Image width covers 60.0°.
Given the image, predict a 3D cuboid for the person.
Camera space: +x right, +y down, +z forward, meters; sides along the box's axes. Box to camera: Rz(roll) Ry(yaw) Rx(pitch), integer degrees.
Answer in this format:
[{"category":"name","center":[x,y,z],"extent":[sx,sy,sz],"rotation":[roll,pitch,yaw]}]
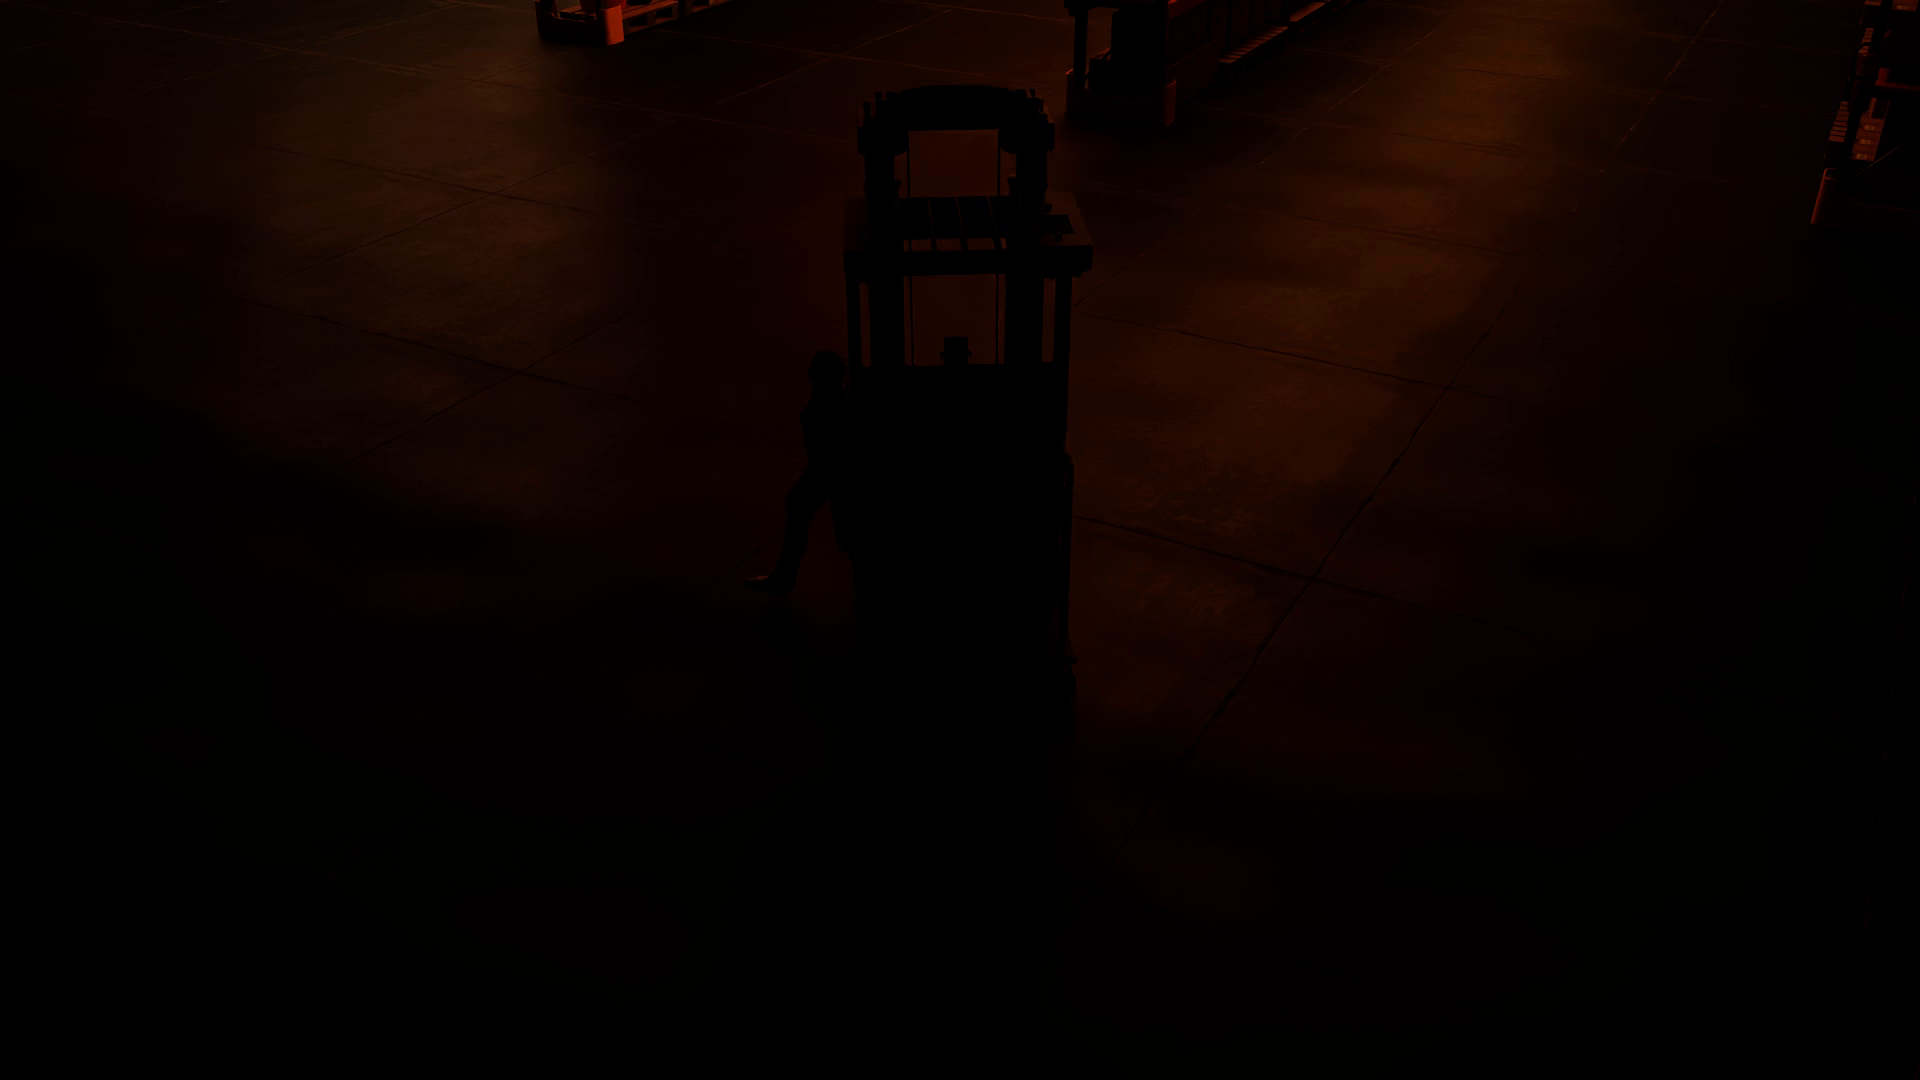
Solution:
[{"category":"person","center":[-0.790,-0.326,9.069],"extent":[0.830,1.561,0.560],"rotation":[-15,33,-24]}]

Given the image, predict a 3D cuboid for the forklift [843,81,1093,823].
[{"category":"forklift","center":[0.011,-0.590,8.092],"extent":[1.130,2.935,3.031],"rotation":[-2,30,-3]}]
